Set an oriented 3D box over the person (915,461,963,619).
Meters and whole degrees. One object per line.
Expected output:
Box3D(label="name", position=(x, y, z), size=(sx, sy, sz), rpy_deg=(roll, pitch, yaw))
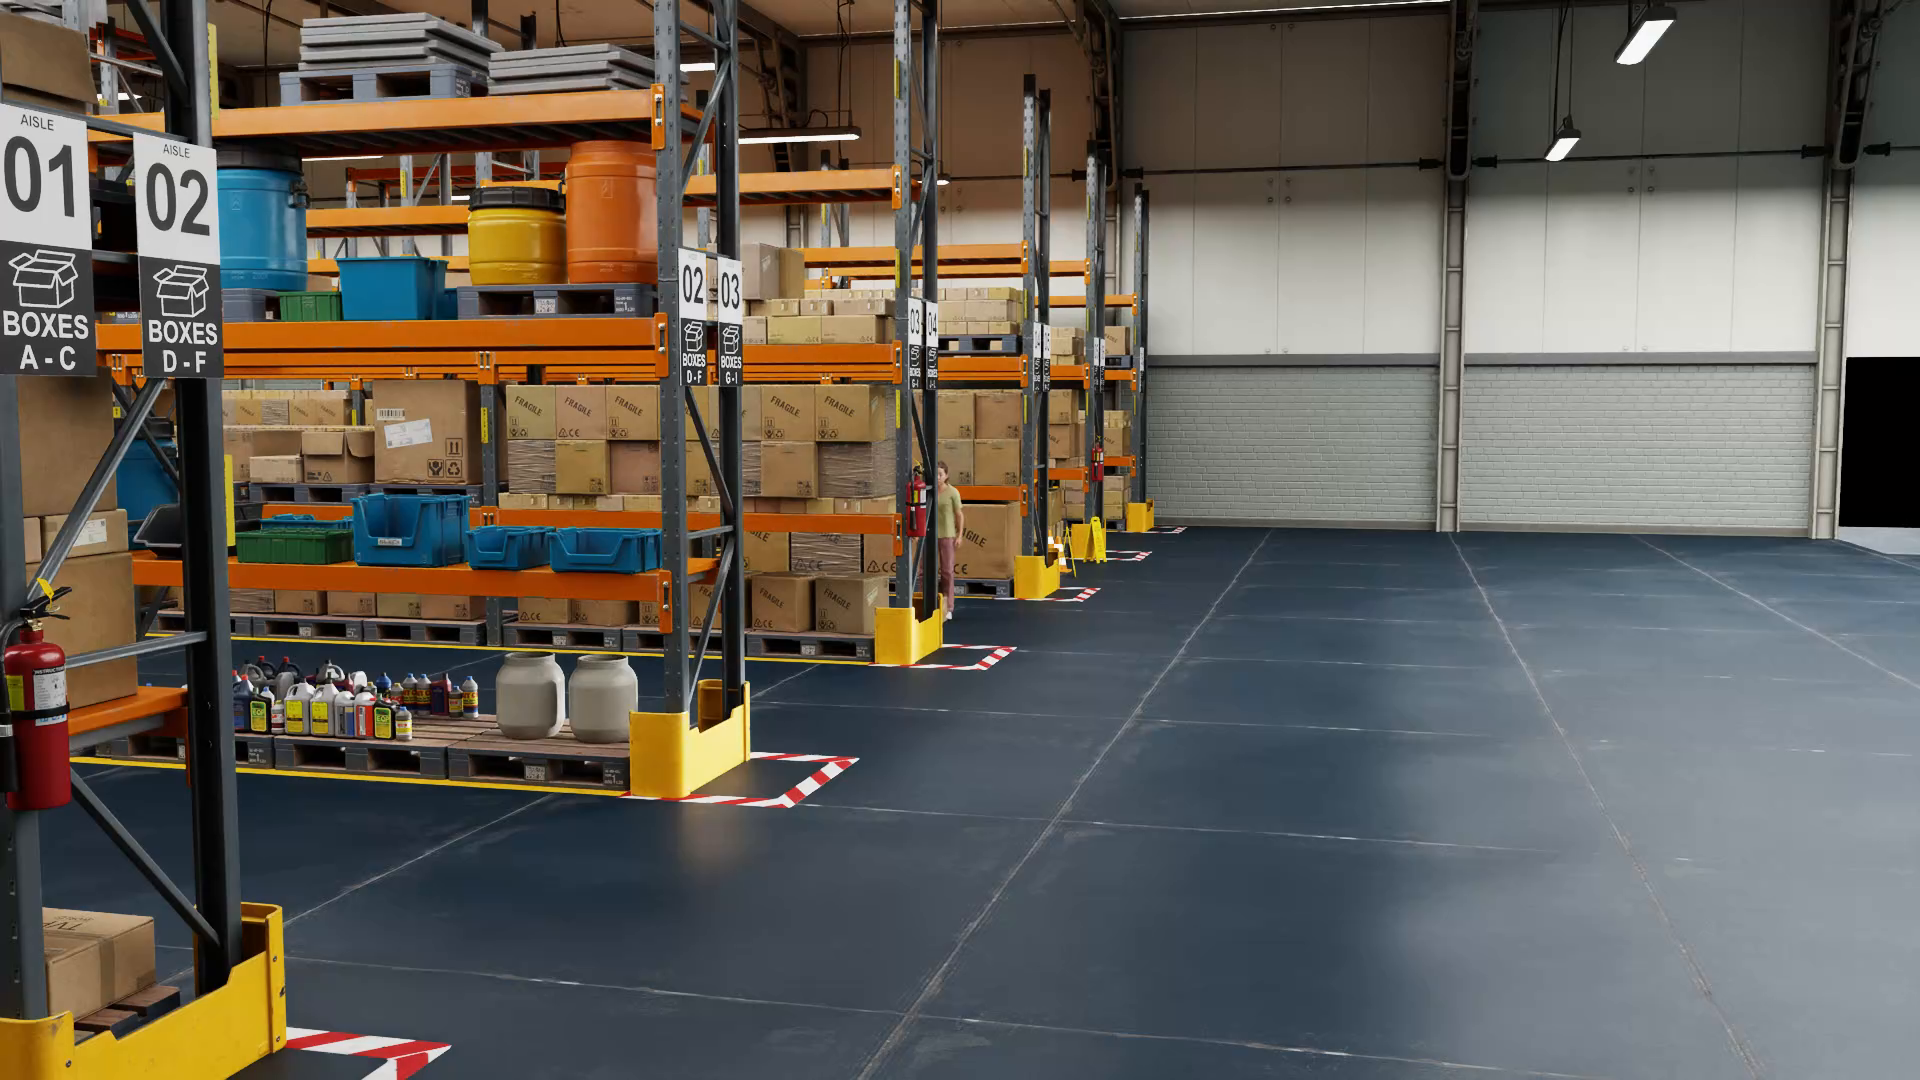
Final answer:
Box3D(label="person", position=(-0.228, -0.001, 17.563), size=(0.516, 1.673, 0.359), rpy_deg=(1, 5, 11))
